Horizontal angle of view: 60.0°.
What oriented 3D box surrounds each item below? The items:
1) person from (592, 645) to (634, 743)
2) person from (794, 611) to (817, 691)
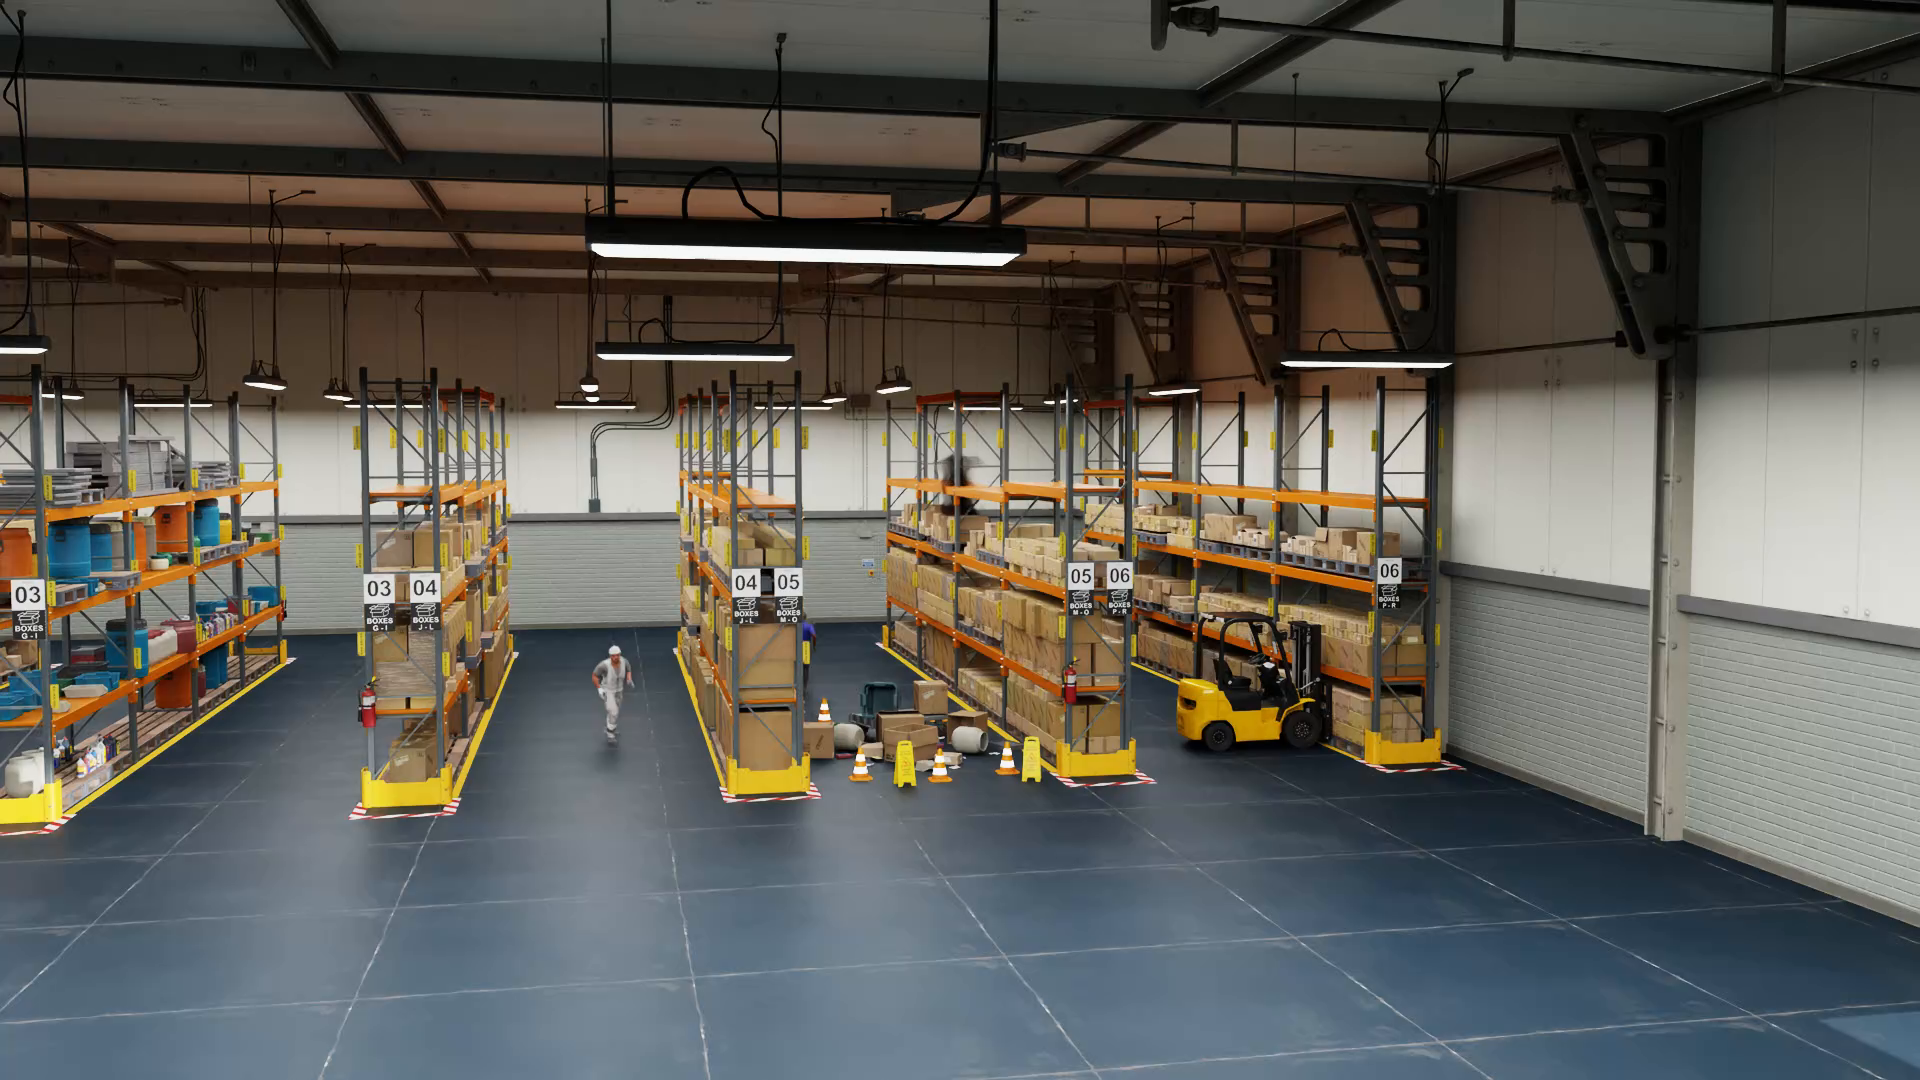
[{"bbox_3d":[-5.796,2.547,27.736,0.859,1.657,0.712,3,4,39],"label":"person"},{"bbox_3d":[-3.115,2.215,32.849,0.566,1.633,0.858,0,3,-6],"label":"person"}]
